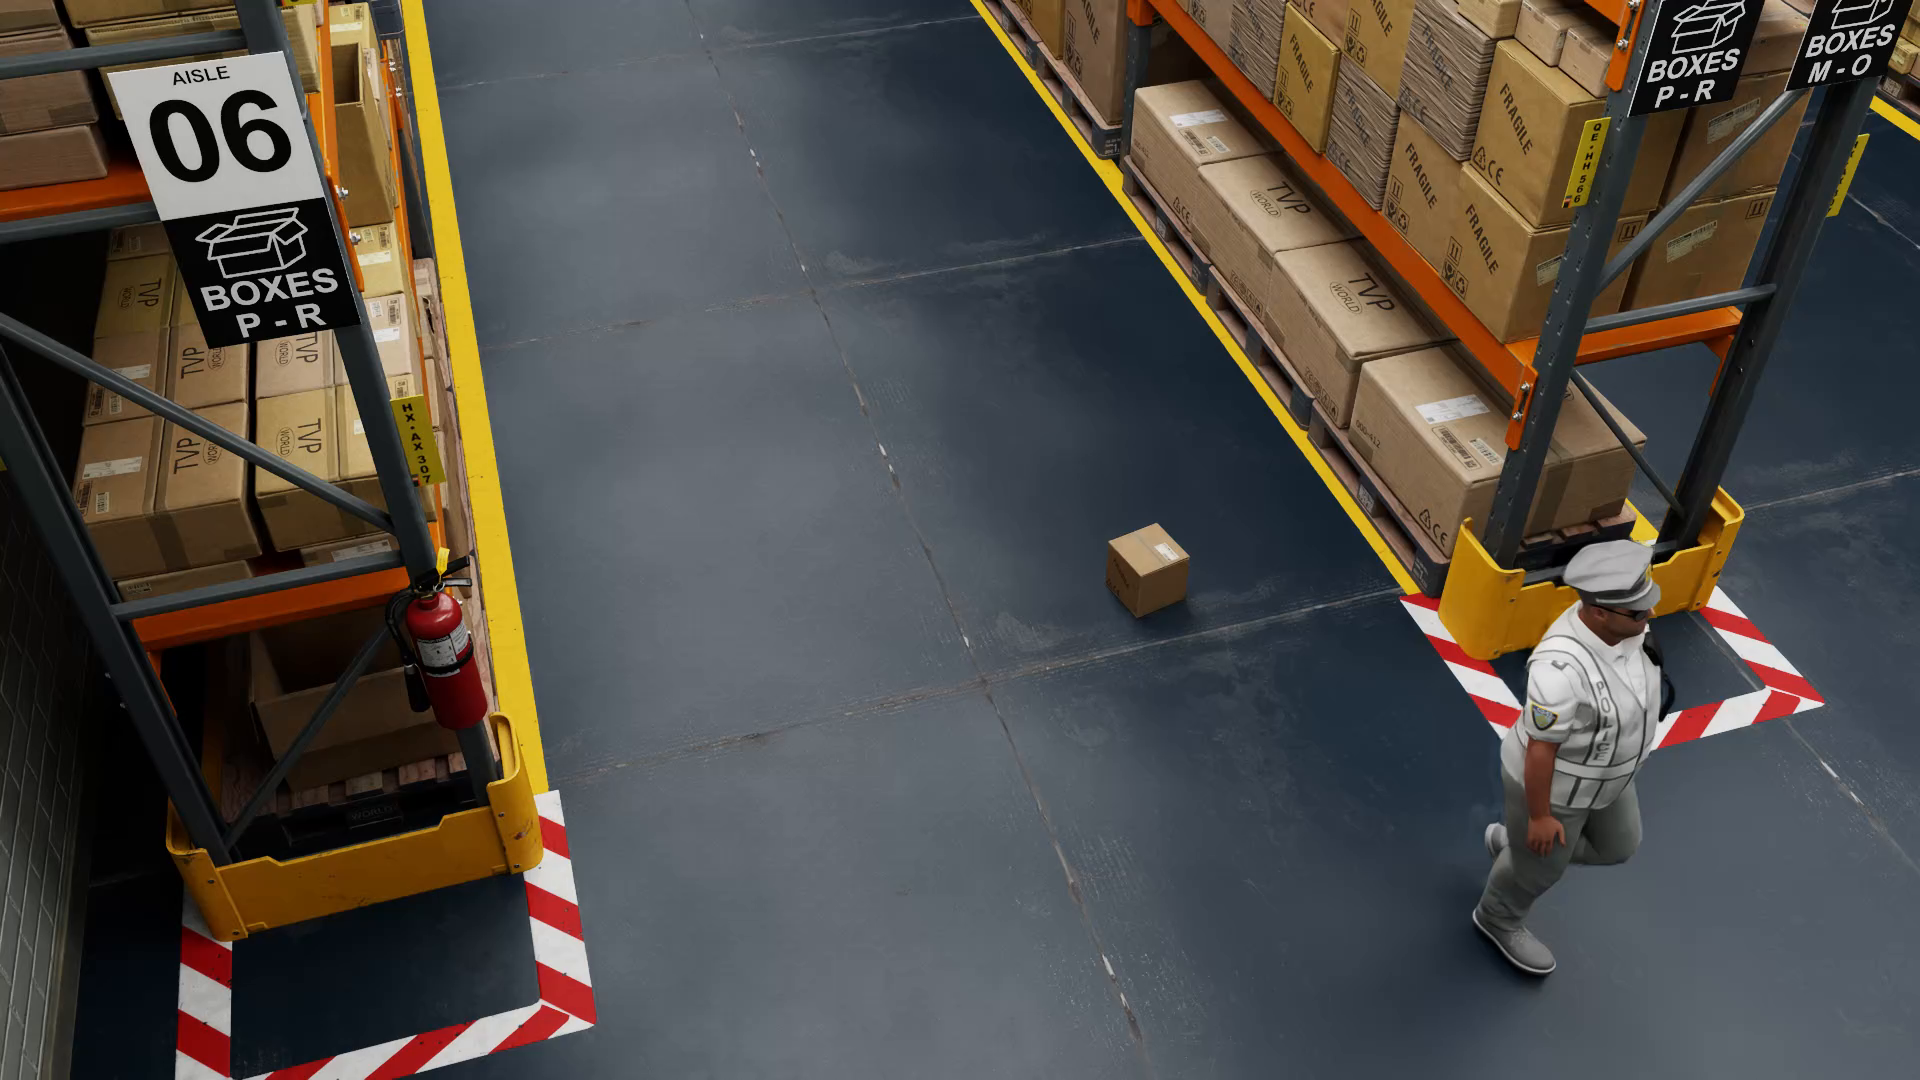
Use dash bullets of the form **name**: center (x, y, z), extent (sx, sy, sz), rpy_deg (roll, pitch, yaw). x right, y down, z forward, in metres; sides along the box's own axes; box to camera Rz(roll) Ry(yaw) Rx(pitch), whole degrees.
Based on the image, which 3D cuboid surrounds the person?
- **person**: center (2.010, 0.781, 5.271), extent (0.539, 1.817, 0.473), rpy_deg (-30, 50, -29)
